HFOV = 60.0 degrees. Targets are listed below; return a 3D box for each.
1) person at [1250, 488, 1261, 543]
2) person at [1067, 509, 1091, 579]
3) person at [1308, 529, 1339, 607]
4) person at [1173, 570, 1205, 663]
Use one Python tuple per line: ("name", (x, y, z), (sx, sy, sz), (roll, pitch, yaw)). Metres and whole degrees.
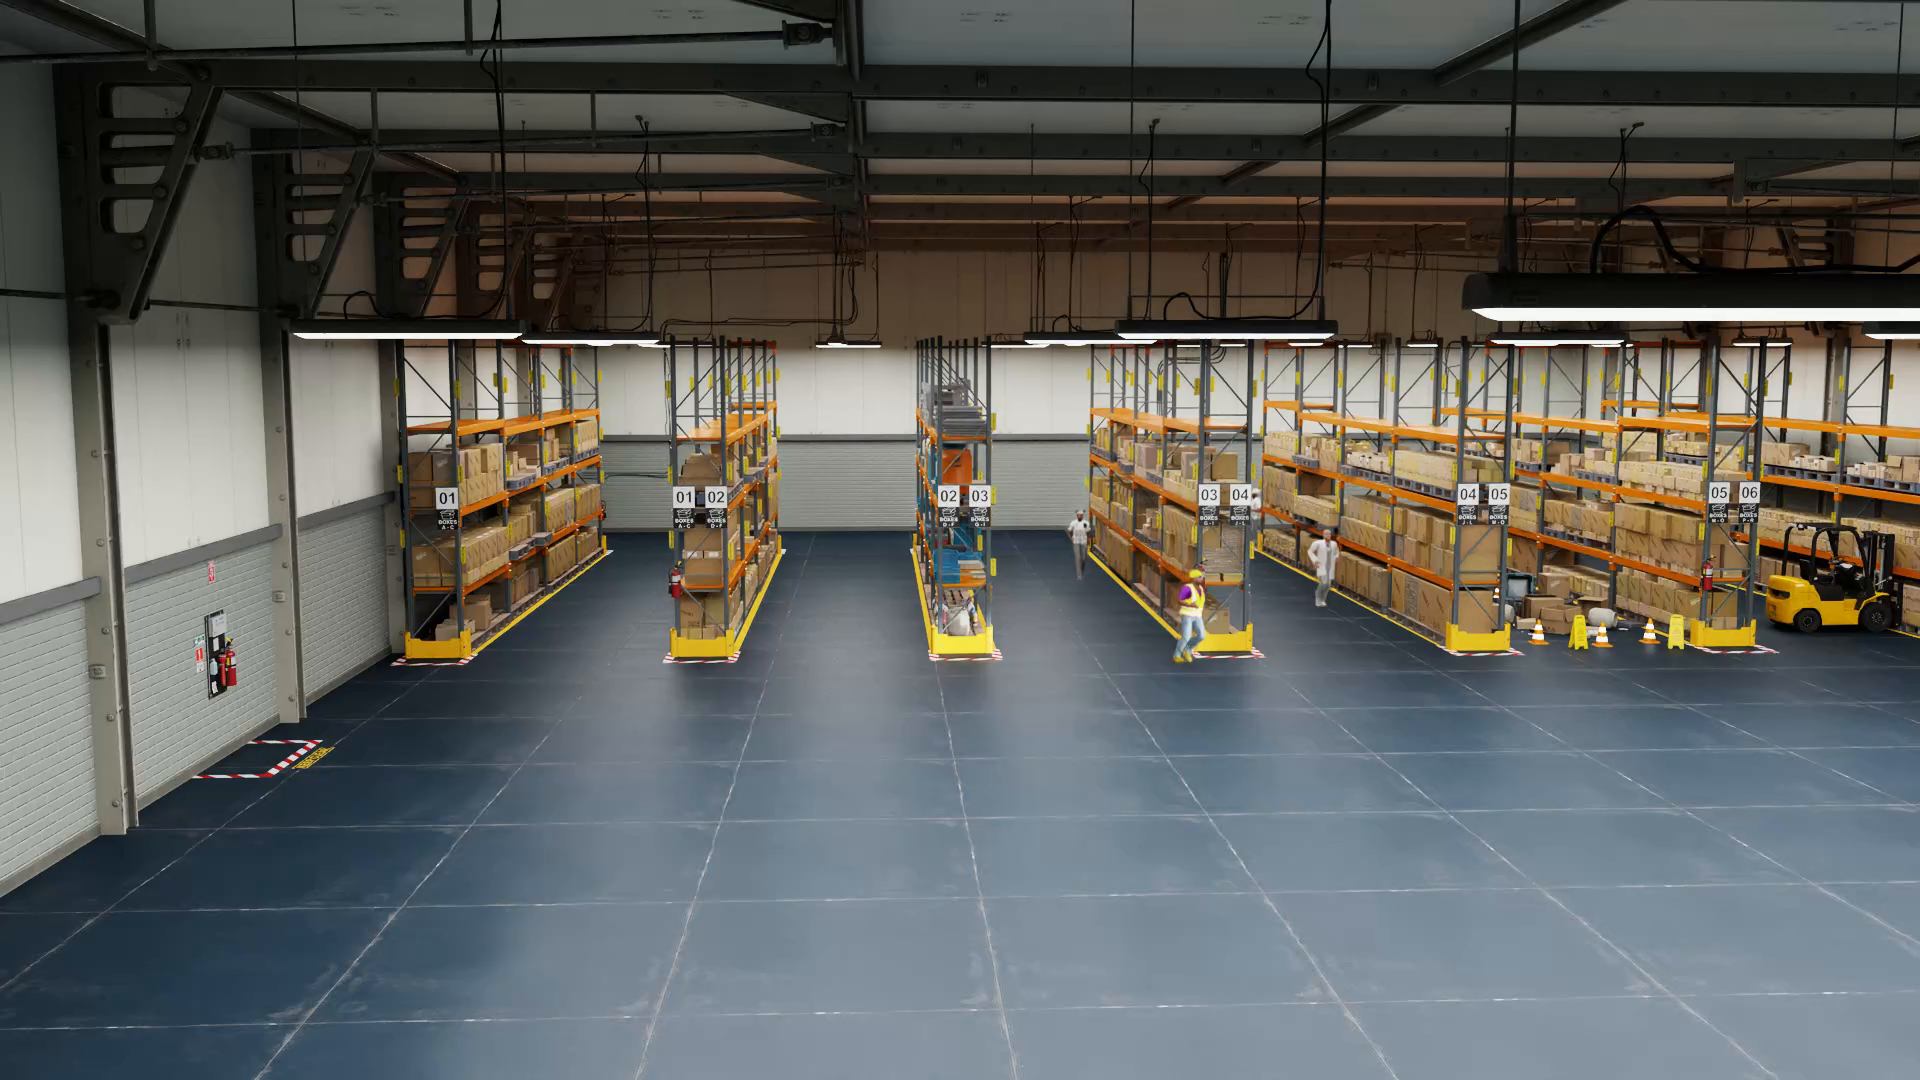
("person", (8.746, -0.672, 49.159), (0.651, 1.749, 0.830), (-1, 7, -12))
("person", (2.853, 0.089, 39.831), (0.599, 1.685, 0.539), (0, 6, -2))
("person", (8.163, 0.640, 37.095), (0.680, 1.750, 0.696), (-1, 7, -12))
("person", (4.307, 1.408, 30.564), (0.704, 1.721, 0.612), (-4, 8, -33))
